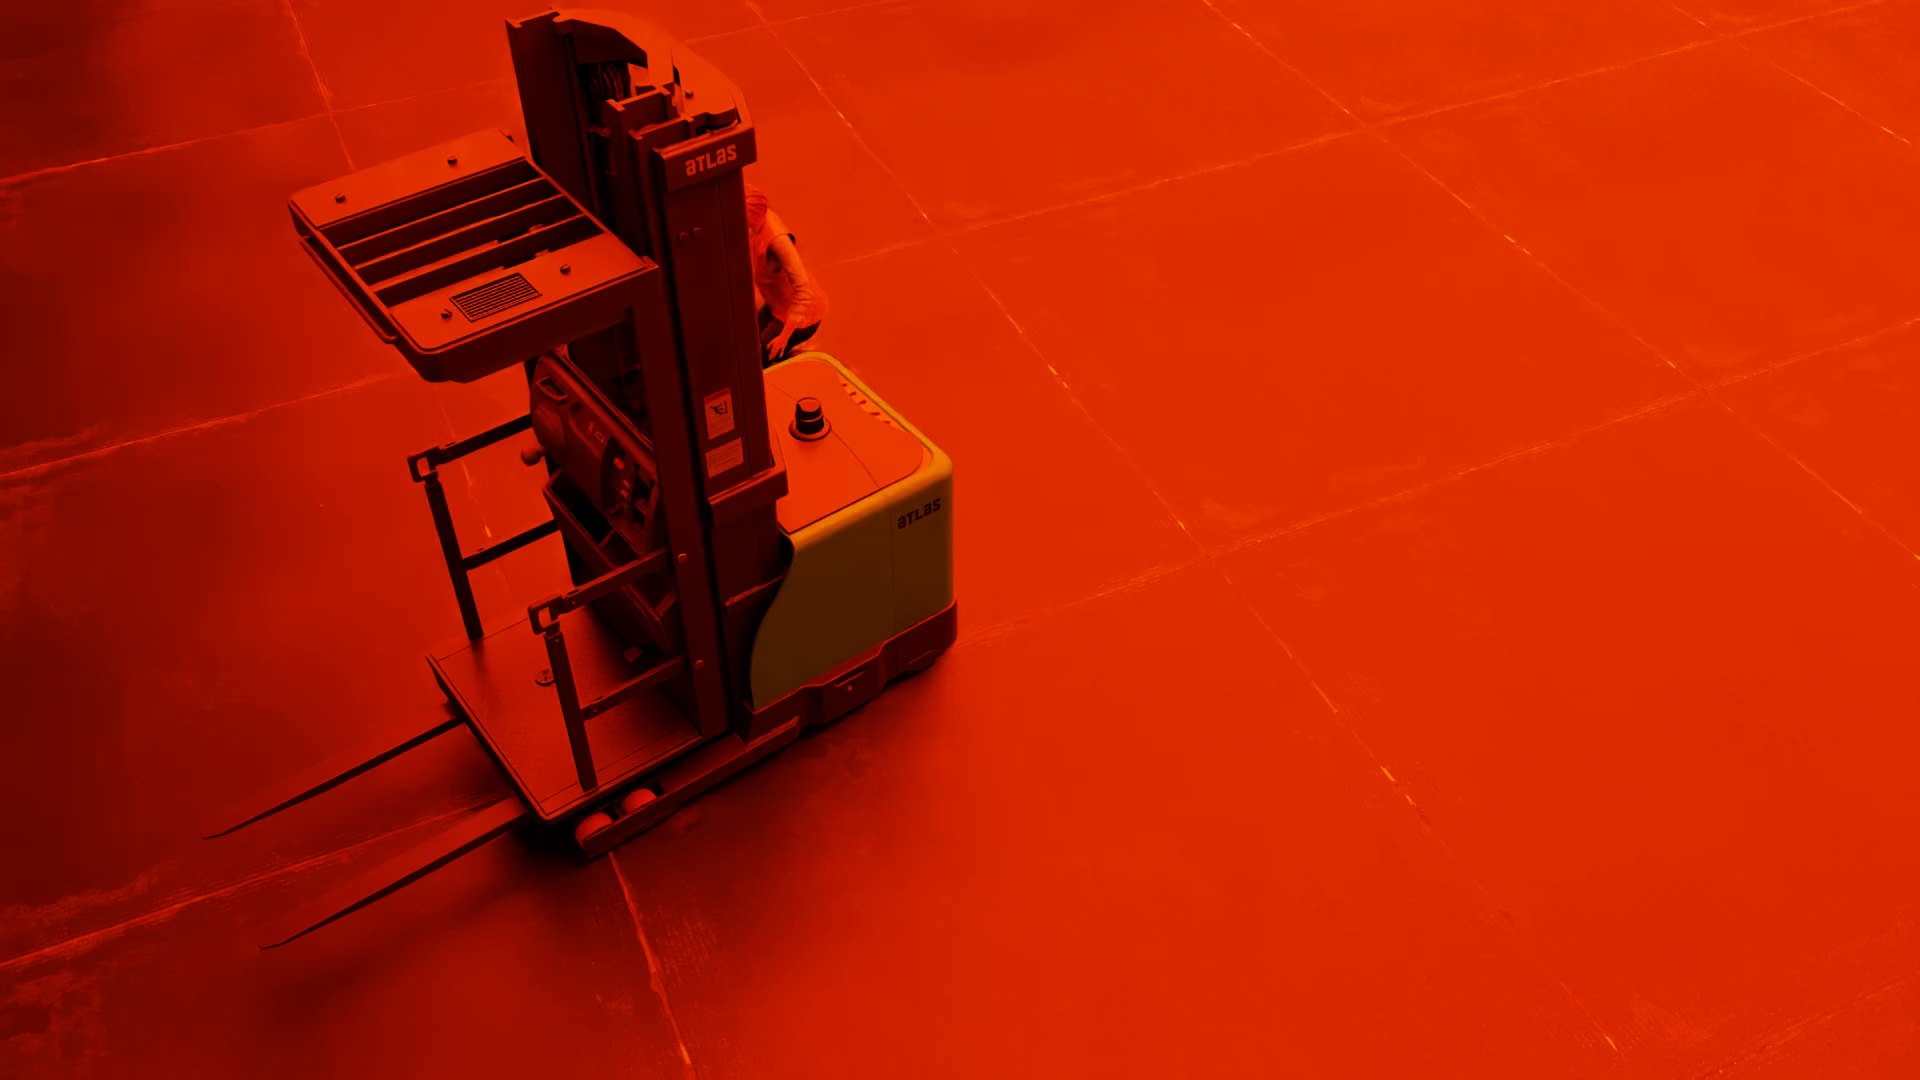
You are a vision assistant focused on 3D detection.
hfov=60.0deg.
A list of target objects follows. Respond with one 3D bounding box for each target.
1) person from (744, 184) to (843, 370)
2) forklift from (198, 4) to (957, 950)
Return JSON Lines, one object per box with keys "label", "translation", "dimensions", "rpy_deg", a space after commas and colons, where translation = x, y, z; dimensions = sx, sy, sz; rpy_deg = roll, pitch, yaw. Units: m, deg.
{"label": "person", "translation": [-0.835, -1.156, 8.051], "dimensions": [0.524, 1.411, 0.773], "rpy_deg": [-11, 44, -11]}
{"label": "forklift", "translation": [-1.492, -0.253, 5.951], "dimensions": [3.031, 2.935, 1.130], "rpy_deg": [-27, 50, -26]}
